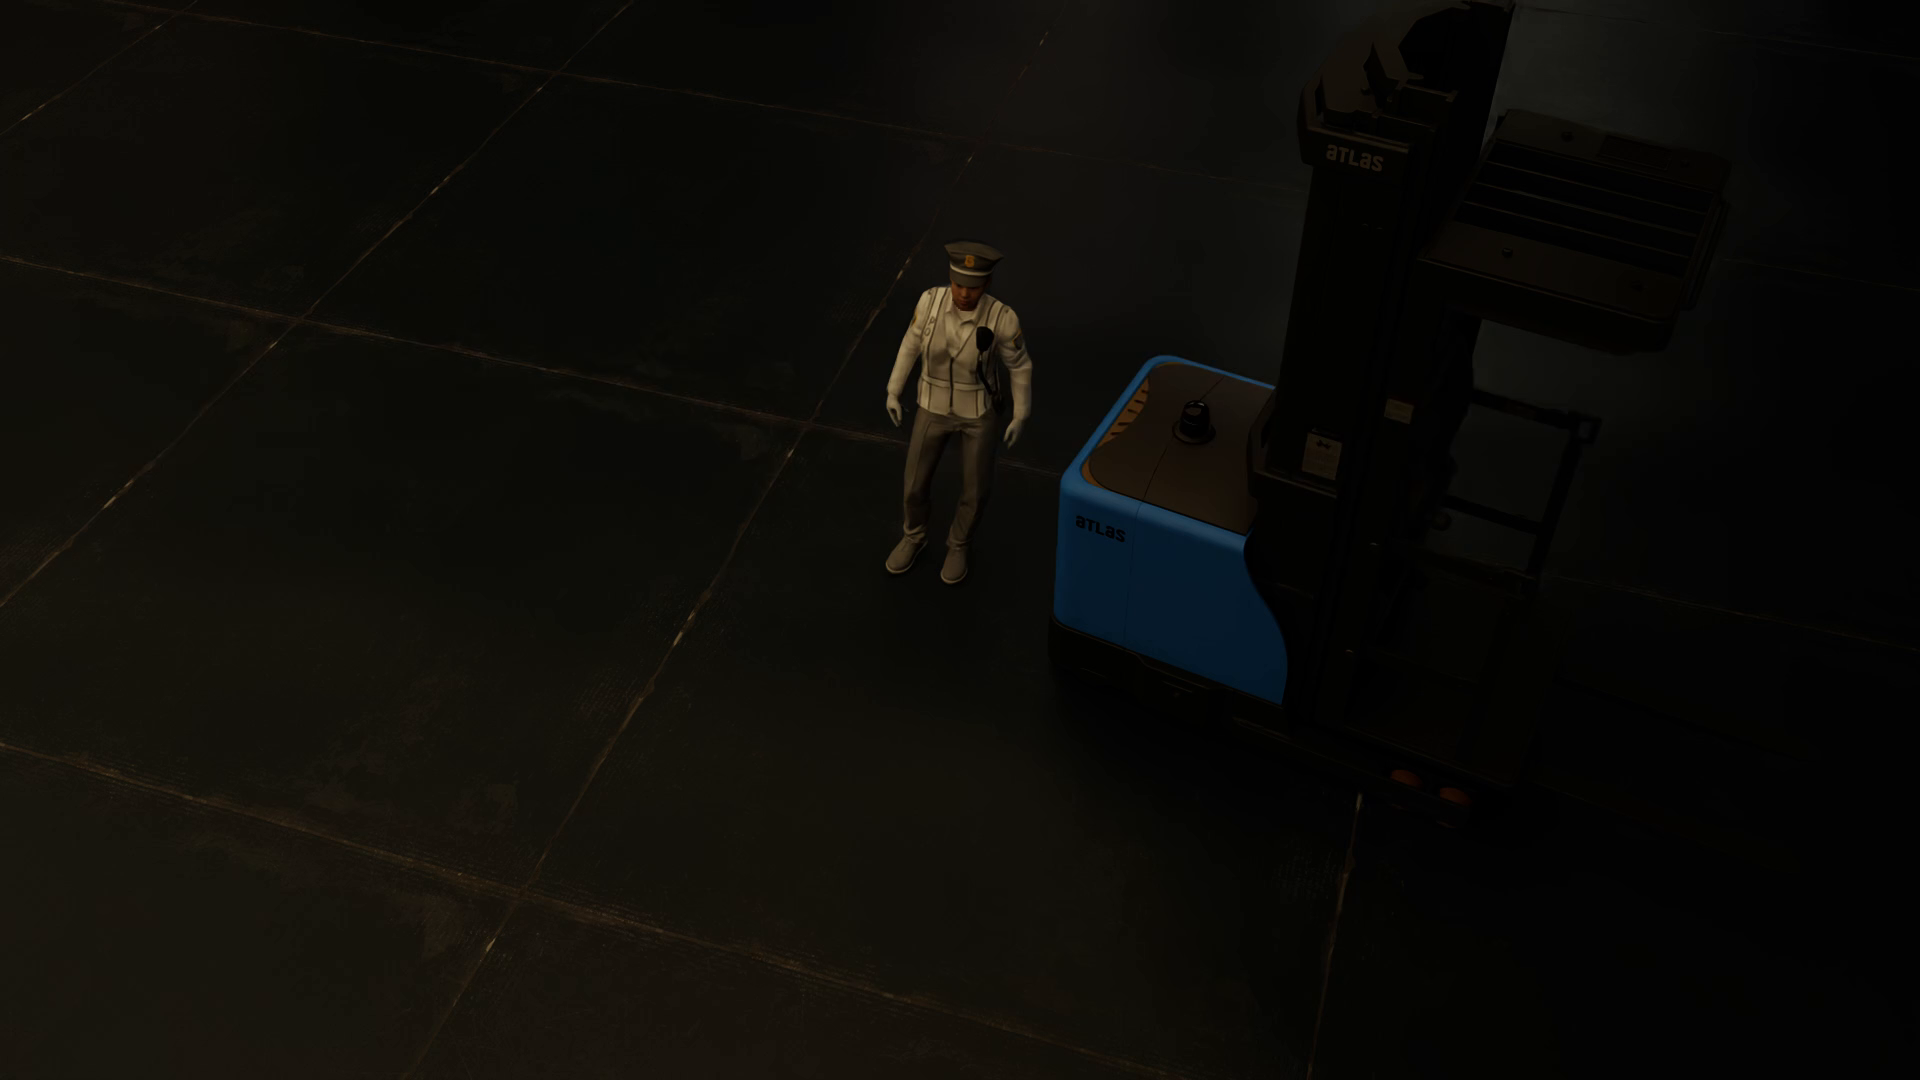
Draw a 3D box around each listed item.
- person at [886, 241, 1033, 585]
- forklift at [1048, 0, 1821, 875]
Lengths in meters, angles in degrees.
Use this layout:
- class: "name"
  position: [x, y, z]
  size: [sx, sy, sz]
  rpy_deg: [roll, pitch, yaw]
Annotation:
- class: "person"
  position: [-0.019, -0.544, 7.204]
  size: [0.636, 1.672, 0.438]
  rpy_deg: [10, 44, 11]
- class: "forklift"
  position: [1.928, -0.346, 6.061]
  size: [3.031, 2.935, 1.130]
  rpy_deg: [20, 46, 20]
